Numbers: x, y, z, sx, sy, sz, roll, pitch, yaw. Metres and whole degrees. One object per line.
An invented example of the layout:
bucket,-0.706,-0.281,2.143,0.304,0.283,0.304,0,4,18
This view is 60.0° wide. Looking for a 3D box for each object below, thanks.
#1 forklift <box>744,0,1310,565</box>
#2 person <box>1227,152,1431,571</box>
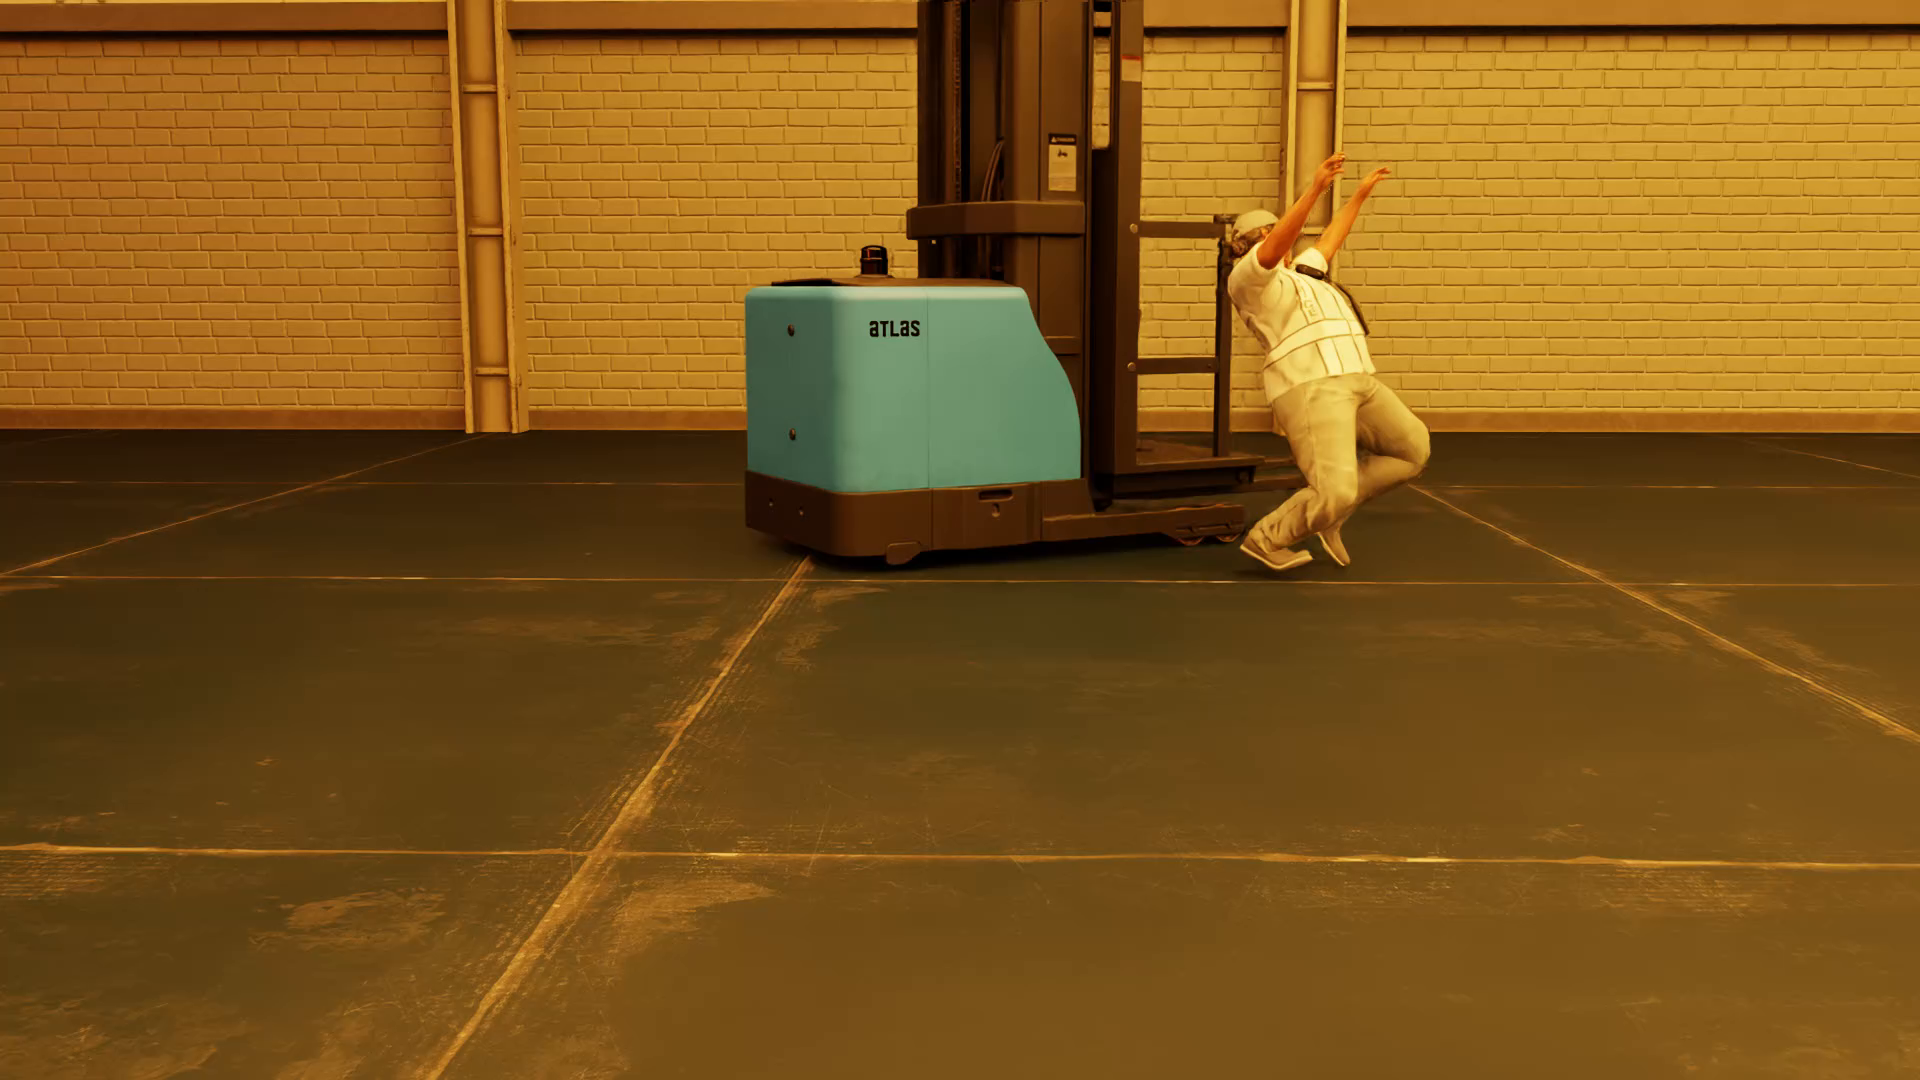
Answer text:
forklift,0.630,-1.488,7.163,3.031,2.935,1.130,-5,10,-29
person,1.344,-0.635,6.246,0.720,1.545,0.884,6,11,36
